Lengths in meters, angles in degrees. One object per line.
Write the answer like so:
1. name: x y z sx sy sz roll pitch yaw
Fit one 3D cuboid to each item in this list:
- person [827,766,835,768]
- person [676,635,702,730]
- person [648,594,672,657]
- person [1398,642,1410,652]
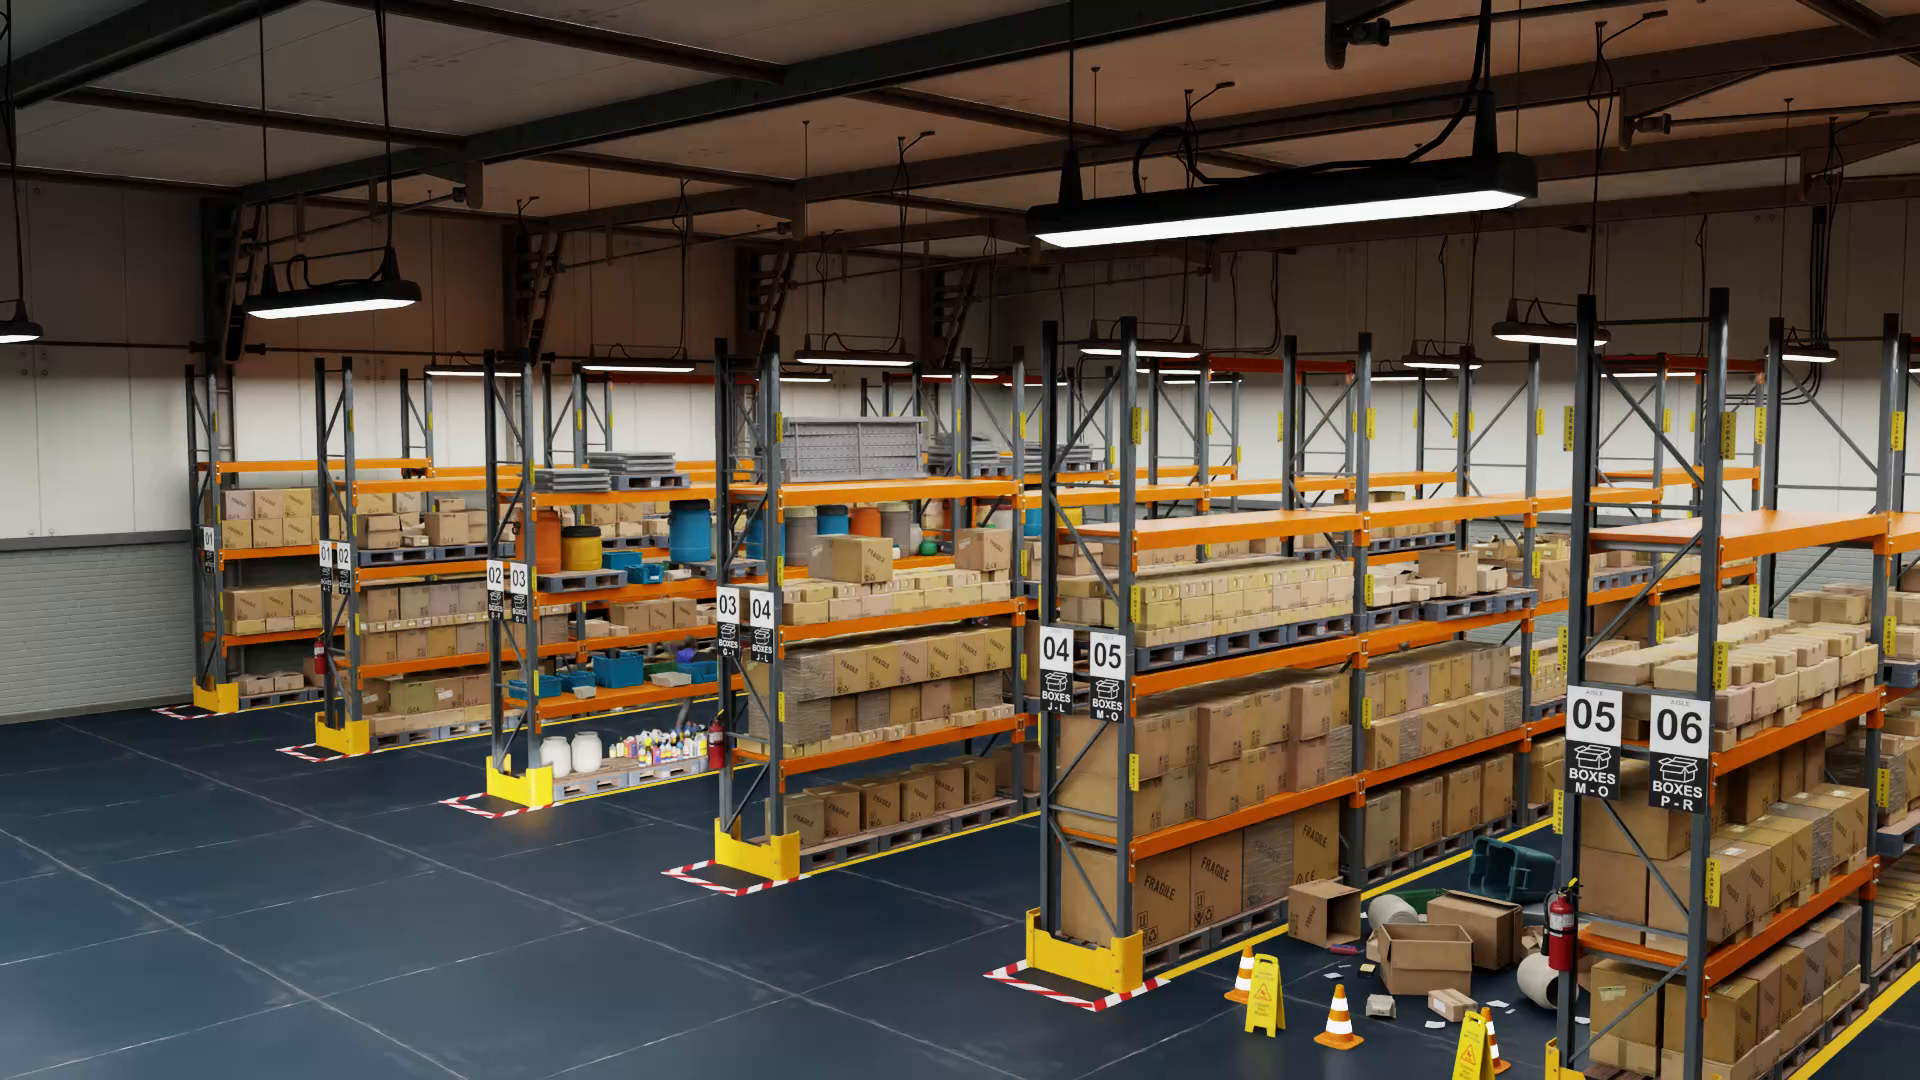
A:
1. person: -1.922 2.426 24.125 0.466 1.762 0.566 -3 5 -30
2. person: -4.319 2.350 26.347 0.486 1.697 0.612 3 5 33
3. person: -6.085 1.774 33.614 0.470 1.660 0.762 2 5 21
4. person: 6.836 2.387 25.715 0.488 1.631 0.539 -3 5 -32
